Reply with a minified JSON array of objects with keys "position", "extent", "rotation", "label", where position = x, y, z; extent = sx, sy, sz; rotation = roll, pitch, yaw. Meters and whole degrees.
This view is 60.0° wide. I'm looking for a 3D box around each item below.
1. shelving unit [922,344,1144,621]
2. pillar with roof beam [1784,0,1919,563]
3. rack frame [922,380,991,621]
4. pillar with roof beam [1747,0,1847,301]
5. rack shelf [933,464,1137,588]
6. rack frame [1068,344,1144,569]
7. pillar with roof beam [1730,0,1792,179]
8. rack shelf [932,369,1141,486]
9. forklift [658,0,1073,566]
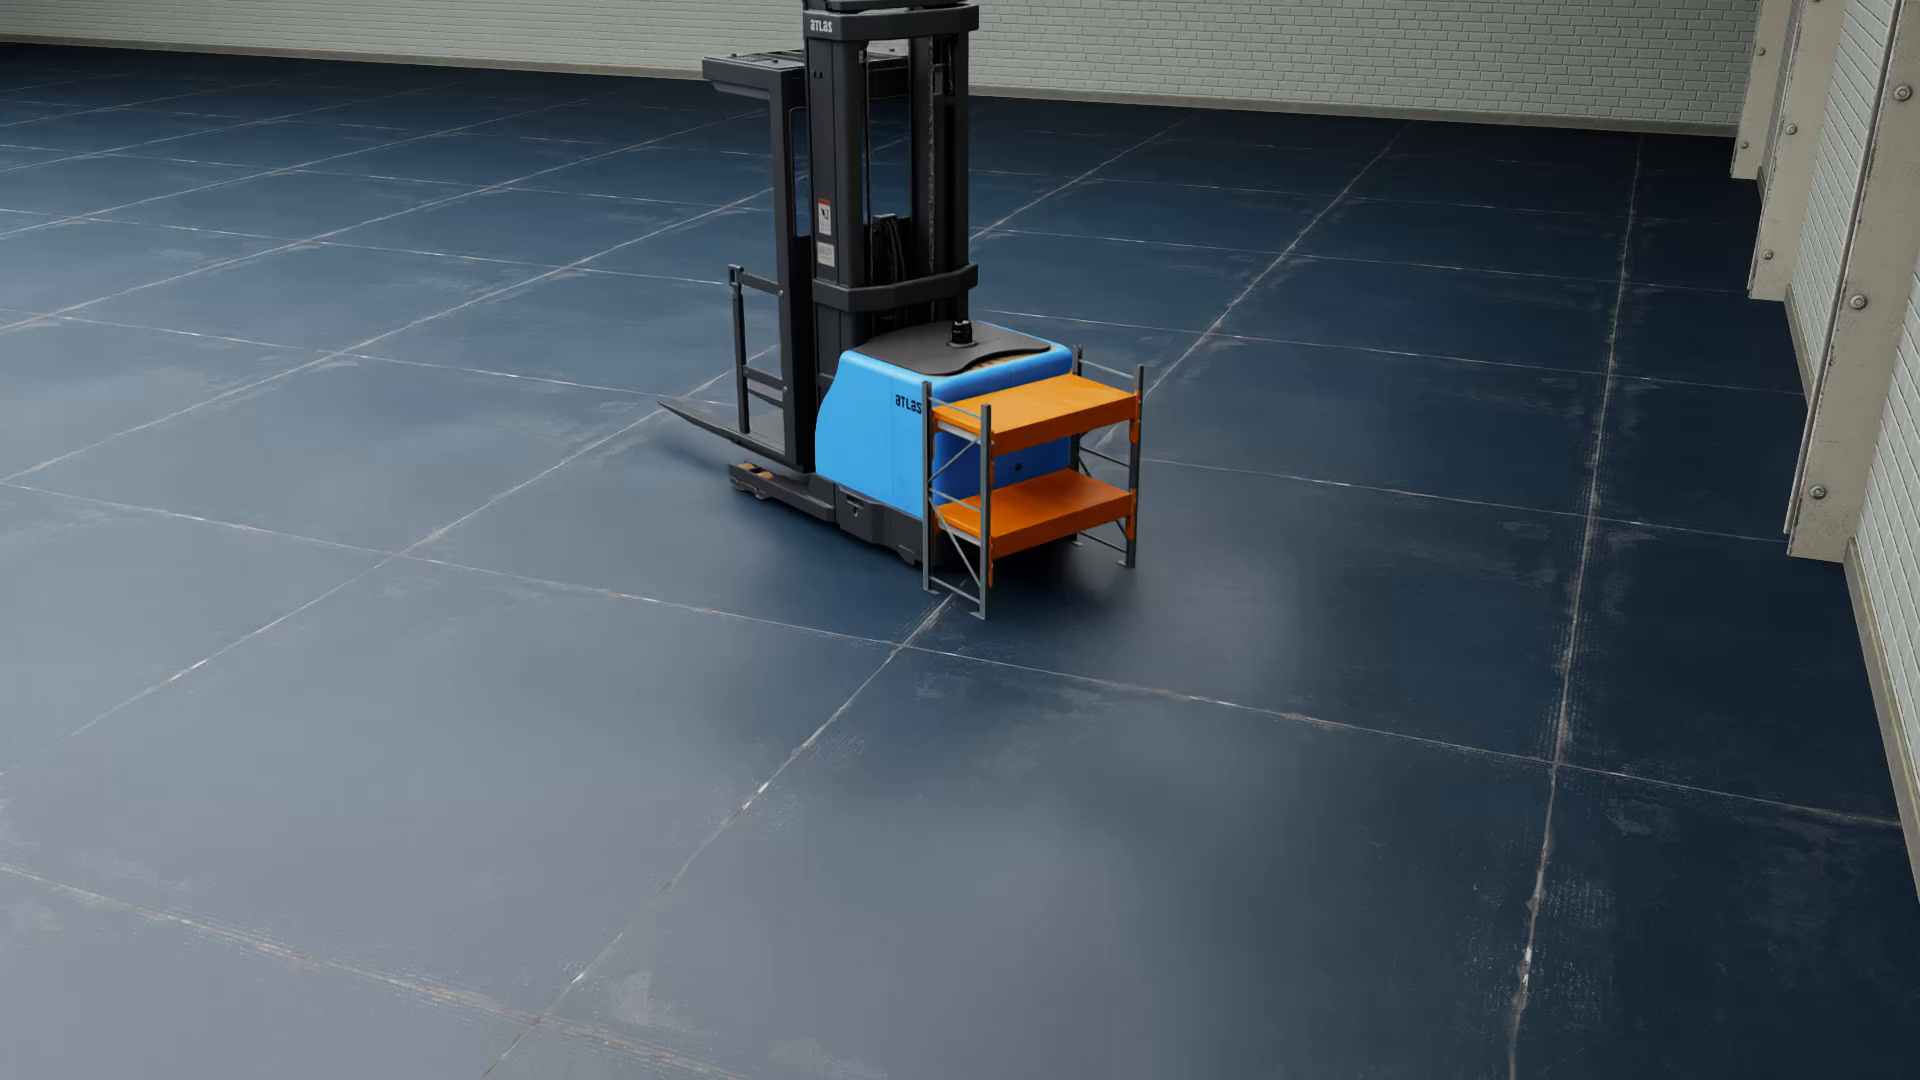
[{"position":[0.373,-0.316,8.548],"extent":[1.048,1.125,0.538],"rotation":[-17,28,-36],"label":"shelving unit"},{"position":[0.723,-4.733,8.906],"extent":[9.100,9.000,0.400],"rotation":[9,24,20],"label":"pillar with roof beam"},{"position":[-0.020,-0.193,8.252],"extent":[0.032,1.125,0.500],"rotation":[-17,28,-36],"label":"rack frame"},{"position":[2.952,-6.880,14.046],"extent":[9.100,9.000,0.400],"rotation":[9,24,20],"label":"pillar with roof beam"},{"position":[0.373,-0.091,8.643],"extent":[1.000,0.278,0.538],"rotation":[-17,28,-36],"label":"rack shelf"},{"position":[0.767,-0.440,8.845],"extent":[0.032,1.125,0.500],"rotation":[-17,28,-36],"label":"rack frame"},{"position":[5.180,-9.027,19.187],"extent":[9.100,9.000,0.400],"rotation":[9,24,20],"label":"pillar with roof beam"},{"position":[0.373,-0.587,8.435],"extent":[1.000,0.278,0.538],"rotation":[-17,28,-36],"label":"rack shelf"},{"position":[-0.726,-1.703,9.525],"extent":[1.130,2.935,3.031],"rotation":[-19,29,-38],"label":"forklift"}]
